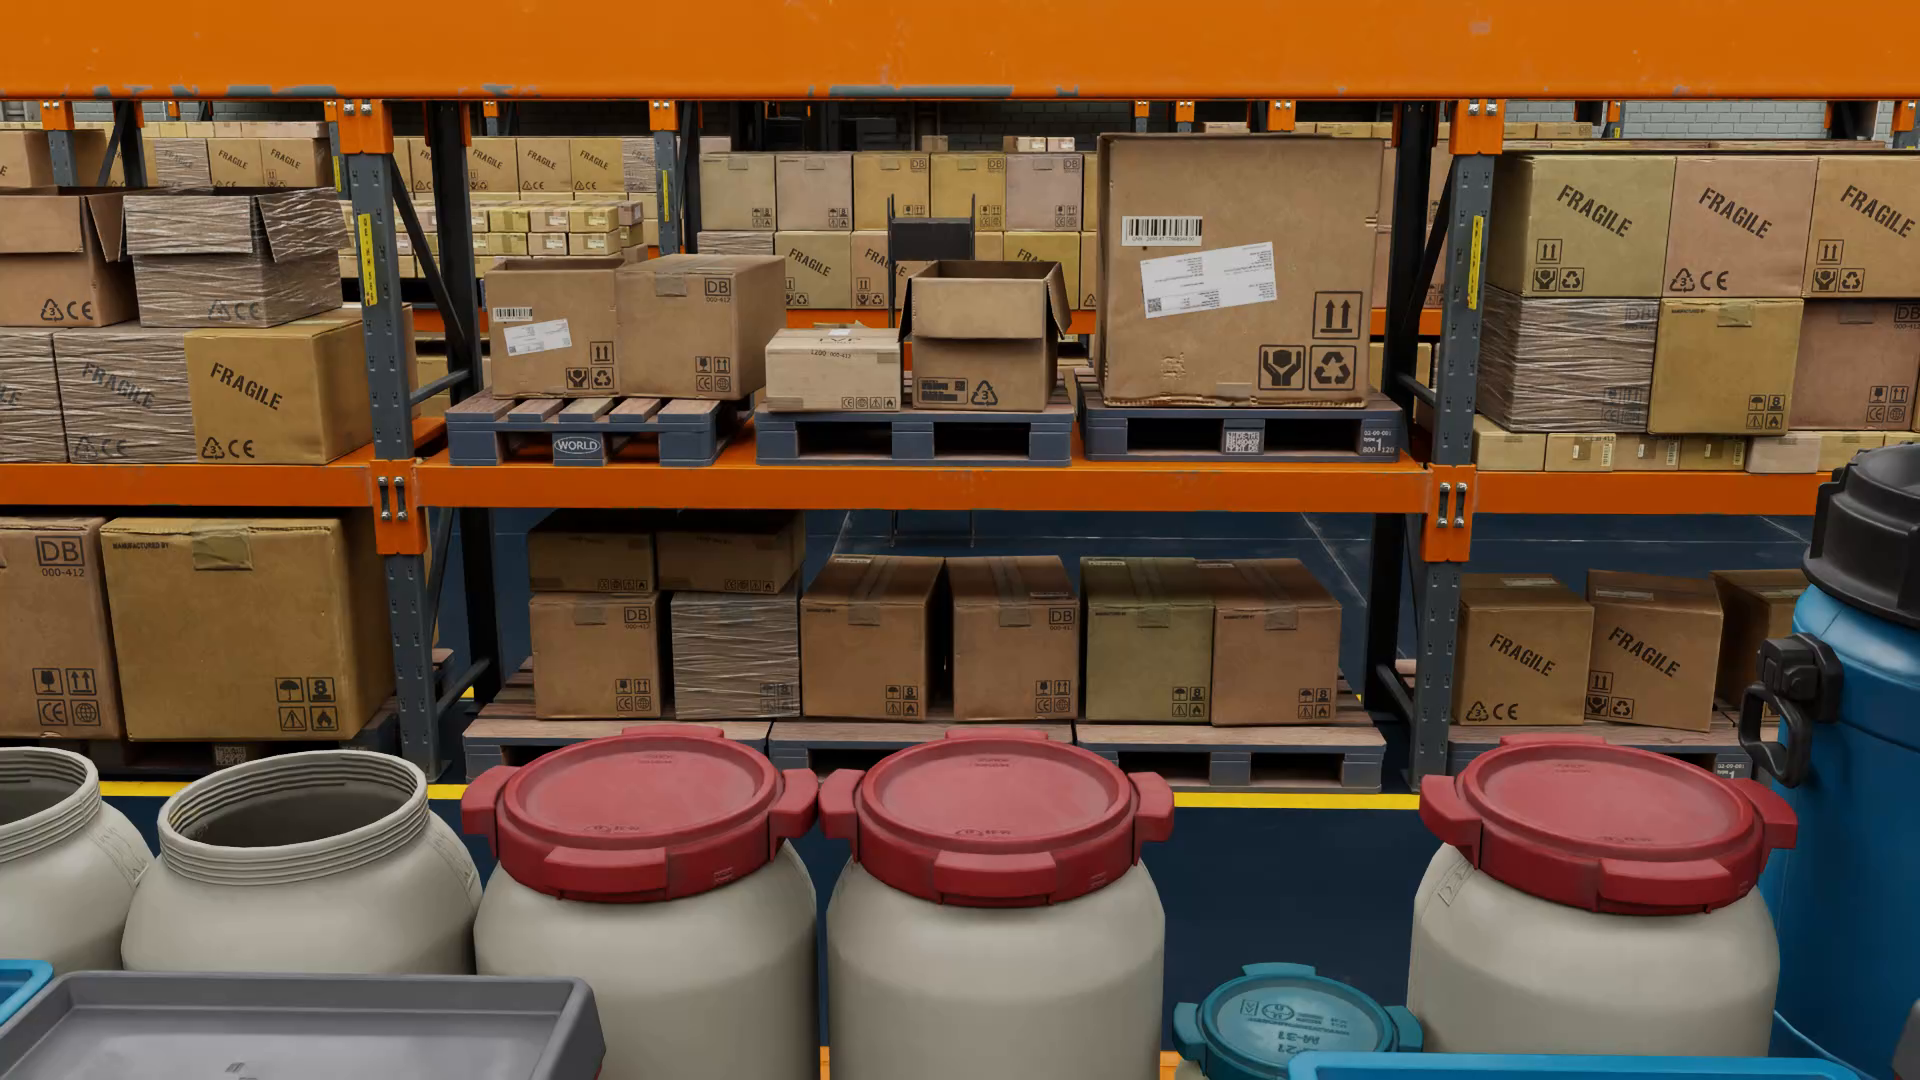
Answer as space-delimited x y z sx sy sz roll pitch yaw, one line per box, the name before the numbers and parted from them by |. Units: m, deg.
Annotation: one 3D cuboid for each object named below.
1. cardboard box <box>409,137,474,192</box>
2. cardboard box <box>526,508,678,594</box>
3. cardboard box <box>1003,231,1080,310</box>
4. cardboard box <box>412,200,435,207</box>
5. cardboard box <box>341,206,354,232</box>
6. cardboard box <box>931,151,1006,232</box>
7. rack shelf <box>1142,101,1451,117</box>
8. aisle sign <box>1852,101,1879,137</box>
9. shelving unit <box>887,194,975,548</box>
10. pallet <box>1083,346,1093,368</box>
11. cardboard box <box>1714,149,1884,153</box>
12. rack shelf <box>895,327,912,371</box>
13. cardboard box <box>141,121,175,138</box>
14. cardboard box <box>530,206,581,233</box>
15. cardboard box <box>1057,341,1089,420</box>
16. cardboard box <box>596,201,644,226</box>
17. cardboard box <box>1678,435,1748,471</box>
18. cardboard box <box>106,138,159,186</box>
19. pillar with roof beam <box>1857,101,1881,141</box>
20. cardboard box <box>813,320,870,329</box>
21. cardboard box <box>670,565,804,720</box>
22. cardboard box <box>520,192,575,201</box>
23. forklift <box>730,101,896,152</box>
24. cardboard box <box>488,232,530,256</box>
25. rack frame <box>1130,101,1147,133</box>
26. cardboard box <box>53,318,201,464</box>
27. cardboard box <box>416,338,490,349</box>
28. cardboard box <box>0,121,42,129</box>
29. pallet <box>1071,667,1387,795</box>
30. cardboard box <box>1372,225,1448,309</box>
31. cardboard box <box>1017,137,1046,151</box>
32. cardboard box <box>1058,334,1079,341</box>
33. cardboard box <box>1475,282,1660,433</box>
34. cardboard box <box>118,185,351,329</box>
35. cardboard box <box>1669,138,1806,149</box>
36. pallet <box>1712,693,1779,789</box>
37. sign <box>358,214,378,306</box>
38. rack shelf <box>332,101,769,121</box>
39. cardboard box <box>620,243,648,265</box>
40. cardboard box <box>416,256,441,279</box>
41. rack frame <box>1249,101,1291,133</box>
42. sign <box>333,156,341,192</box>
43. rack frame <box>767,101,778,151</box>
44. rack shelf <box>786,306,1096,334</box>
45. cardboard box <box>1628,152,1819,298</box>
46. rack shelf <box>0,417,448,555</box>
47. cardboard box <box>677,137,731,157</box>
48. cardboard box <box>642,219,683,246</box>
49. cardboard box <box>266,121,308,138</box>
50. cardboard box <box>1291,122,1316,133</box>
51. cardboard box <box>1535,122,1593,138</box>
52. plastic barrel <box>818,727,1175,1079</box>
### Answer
cardboard box | -4.948 -3.614 16.001 0.500 0.500 0.500 0 15 1
cardboard box | -1.474 0.029 6.918 0.500 0.250 0.500 1 15 4
cardboard box | 0.543 -1.829 11.198 0.500 0.500 0.500 1 15 2
cardboard box | -3.688 -2.295 11.662 0.250 0.149 0.380 1 15 3
cardboard box | -3.971 -2.132 11.043 0.250 0.149 0.380 1 15 3
cardboard box | 0.061 -2.383 11.335 0.500 0.500 0.700 0 15 1
rack shelf | 4.230 -5.458 20.676 4.000 0.370 1.077 0 15 1
aisle sign | 6.159 -3.146 11.289 0.004 0.787 0.394 0 15 1
shelving unit | -0.165 -1.016 10.076 0.503 2.100 0.431 0 15 1
pallet | 1.329 -1.759 16.592 1.213 0.211 1.003 0 15 1
cardboard box | 3.311 -1.311 6.691 0.500 0.500 0.500 0 15 1
rack shelf | -0.165 -1.003 10.080 0.480 0.518 0.431 0 15 1
cardboard box | -7.728 -3.943 15.977 0.250 0.149 0.380 0 15 1
cardboard box | -2.669 -2.123 11.010 0.250 0.149 0.380 0 15 1
cardboard box | 0.495 -0.943 11.620 0.750 0.750 1.050 0 15 1
cardboard box | -2.378 -2.287 11.631 0.250 0.149 0.380 0 15 2
cardboard box | 2.812 -0.377 6.380 0.250 0.149 0.380 0 15 1
cardboard box | -7.886 -3.630 16.064 0.500 0.500 0.500 0 15 2
pillar with roof beam | 11.444 -6.340 16.731 0.400 9.000 9.100 0 15 1
cardboard box | -0.470 -0.797 6.921 0.258 0.266 0.396 0 15 0
cardboard box | -0.919 0.395 7.002 0.500 0.500 0.700 -1 15 -3
cardboard box | -3.926 -3.240 16.053 0.500 0.250 0.500 0 15 0
forklift | -1.212 -2.557 14.288 1.130 2.935 3.031 6 16 23
cardboard box | -2.952 -1.980 11.051 0.250 0.149 0.380 1 15 3
rack frame | 2.231 -4.368 21.016 0.127 3.000 1.000 0 15 1
cardboard box | -3.142 -0.594 6.516 0.500 0.500 0.500 0 15 1
cardboard box | -3.601 -1.298 11.988 0.500 0.250 0.500 0 15 2
cardboard box | -9.020 -3.938 15.960 0.250 0.149 0.380 1 15 3
pallet | 1.076 0.769 7.013 1.213 0.211 1.003 0 15 1
cardboard box | 3.002 -1.915 11.423 0.550 0.550 0.875 0 15 1
cardboard box | 0.676 -3.753 15.813 0.250 0.149 0.380 0 15 -1
cardboard box | 0.864 -2.041 16.525 0.625 0.372 0.950 1 15 5
cardboard box | 2.303 -0.748 6.518 0.500 0.500 0.875 0 15 1
cardboard box | -2.875 -1.143 6.631 0.637 0.503 0.797 1 15 3
cardboard box | 5.159 -2.400 11.146 0.550 0.550 0.875 0 15 1
pallet | 3.749 0.776 6.985 1.213 0.211 1.003 0 15 1
sign | -2.155 -1.019 6.054 0.005 0.325 0.100 0 15 1
rack shelf | -3.890 -4.244 16.075 4.000 0.370 1.077 0 15 1
cardboard box | -2.359 -2.001 11.714 0.250 0.149 0.380 0 15 1
cardboard box | -3.445 -1.840 11.105 0.250 0.149 0.380 0 15 -1
rack frame | 2.082 -1.839 11.431 0.127 3.000 1.000 0 15 1
sign | -5.902 -3.470 15.759 0.005 0.325 0.100 0 15 1
rack frame | -1.891 -3.128 16.317 0.127 3.000 1.000 0 15 1
rack shelf | 0.083 -1.504 11.572 4.000 0.370 1.077 0 15 1
cardboard box | 2.798 -1.180 6.193 0.500 0.500 0.500 0 15 1
rack shelf | -4.144 -0.266 6.879 4.000 0.370 1.077 0 15 1
cardboard box | -2.415 -3.597 15.937 0.500 0.500 0.500 0 15 0
cardboard box | -2.914 -2.992 16.095 0.500 0.250 0.500 1 15 2
cardboard box | -6.467 -3.950 16.004 0.250 0.149 0.380 1 15 3
cardboard box | 3.052 -3.711 15.786 0.500 0.500 0.700 0 15 2
cardboard box | 5.590 -3.699 15.743 0.500 0.500 0.700 0 15 0
plastic barrel | 0.044 0.556 2.088 0.433 0.535 0.433 0 15 0
